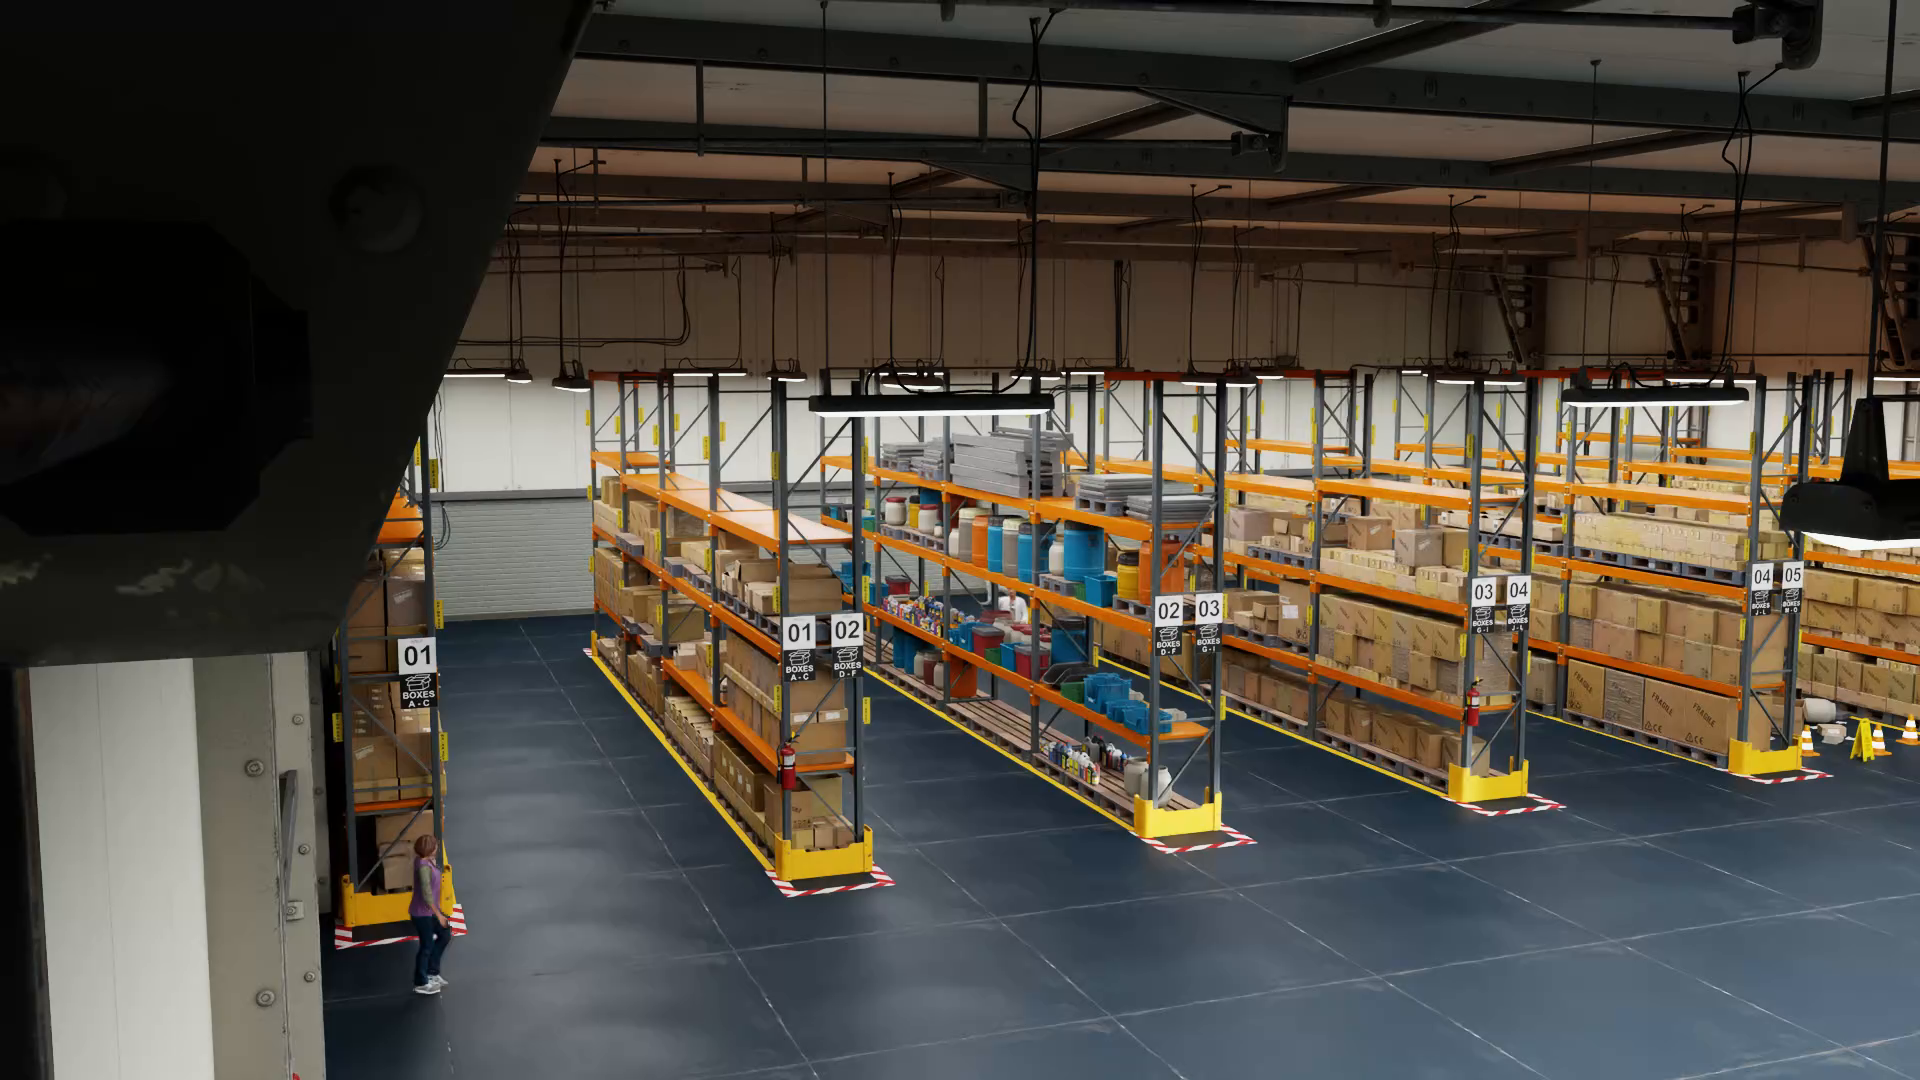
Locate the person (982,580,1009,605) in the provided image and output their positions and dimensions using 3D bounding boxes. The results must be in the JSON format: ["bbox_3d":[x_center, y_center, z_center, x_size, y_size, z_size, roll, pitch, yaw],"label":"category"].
[{"bbox_3d":[0.891,0.755,42.042,0.739,1.760,0.539,-5,8,-40],"label":"person"}]

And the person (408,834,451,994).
[{"bbox_3d":[-5.260,3.718,16.518,0.428,1.613,0.466,-1,6,-5],"label":"person"}]

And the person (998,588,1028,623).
[{"bbox_3d":[1.036,1.792,33.330,0.627,1.813,0.938,-2,7,-19],"label":"person"}]
